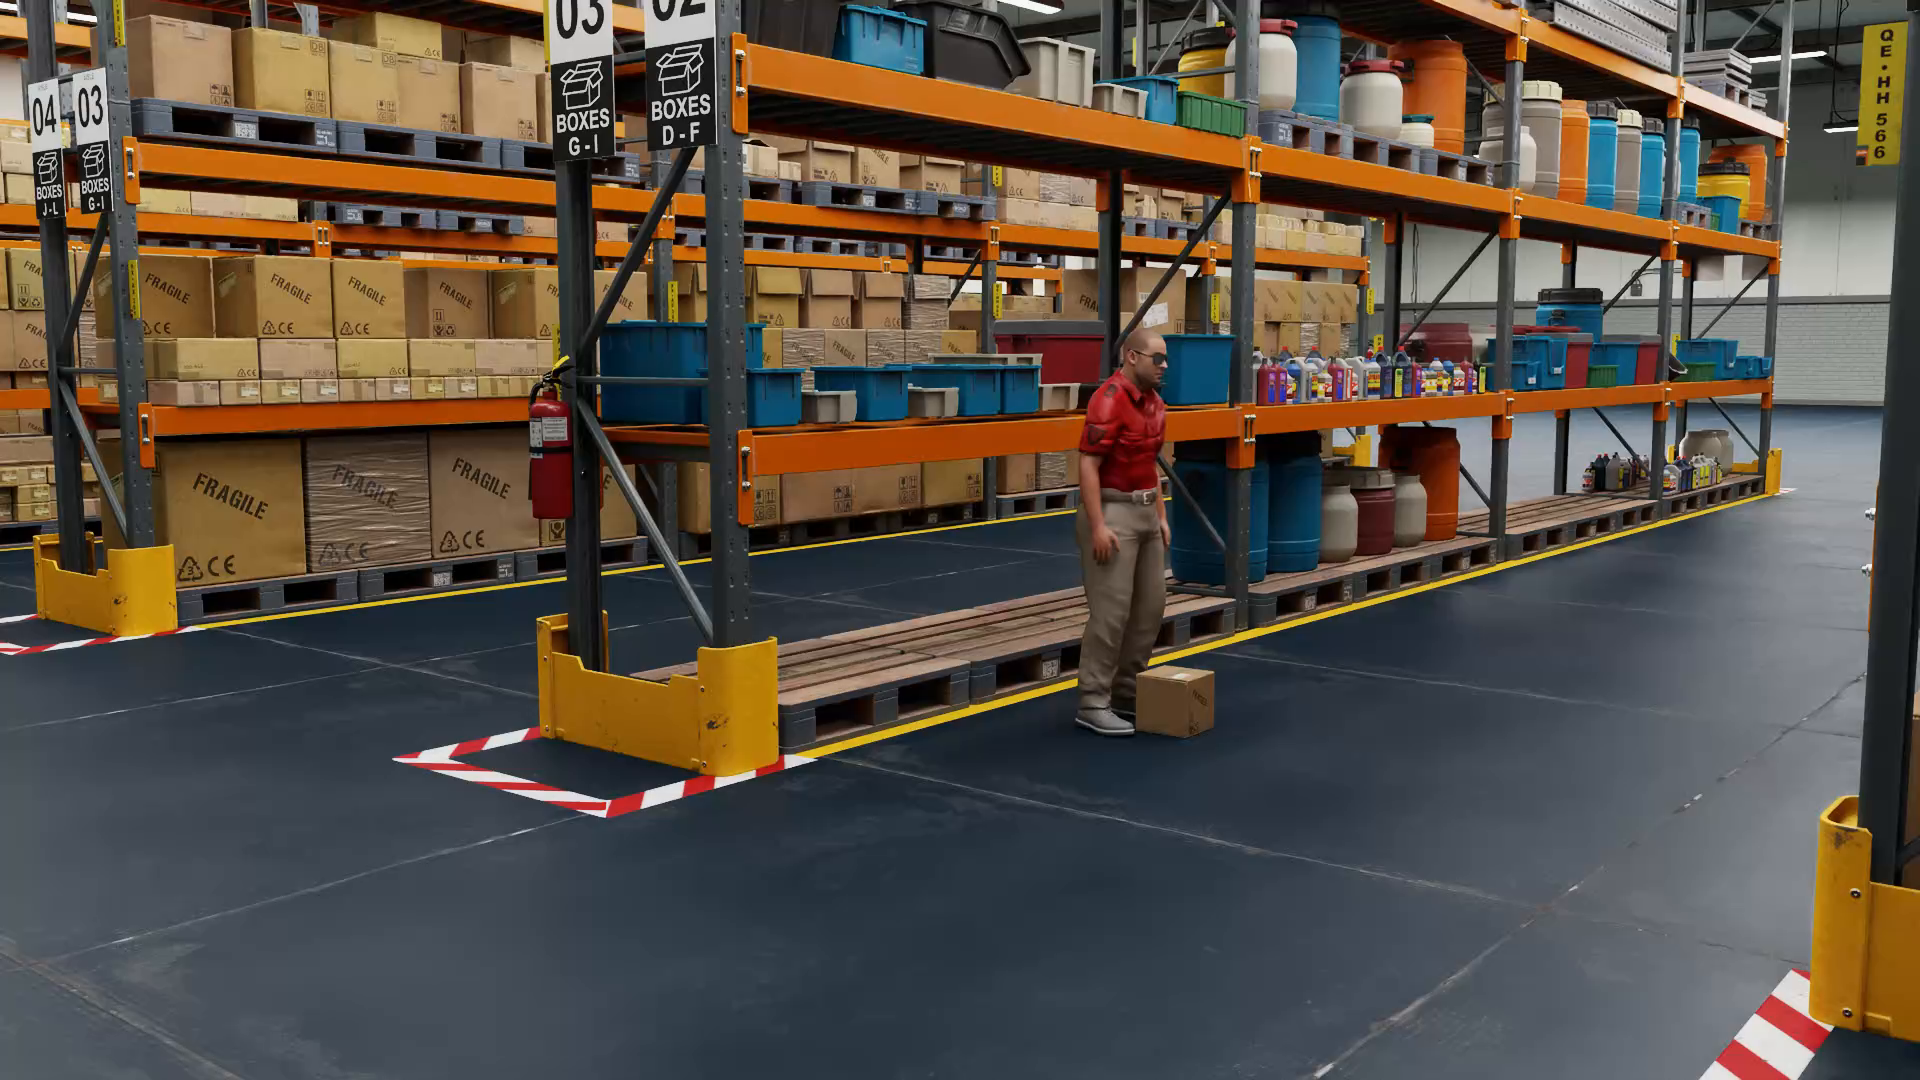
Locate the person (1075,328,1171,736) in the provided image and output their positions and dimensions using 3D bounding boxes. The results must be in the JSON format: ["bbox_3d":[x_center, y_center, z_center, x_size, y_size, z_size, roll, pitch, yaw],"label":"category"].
[{"bbox_3d":[0.727,-0.055,7.260,0.386,1.726,0.593,5,8,37],"label":"person"}]
